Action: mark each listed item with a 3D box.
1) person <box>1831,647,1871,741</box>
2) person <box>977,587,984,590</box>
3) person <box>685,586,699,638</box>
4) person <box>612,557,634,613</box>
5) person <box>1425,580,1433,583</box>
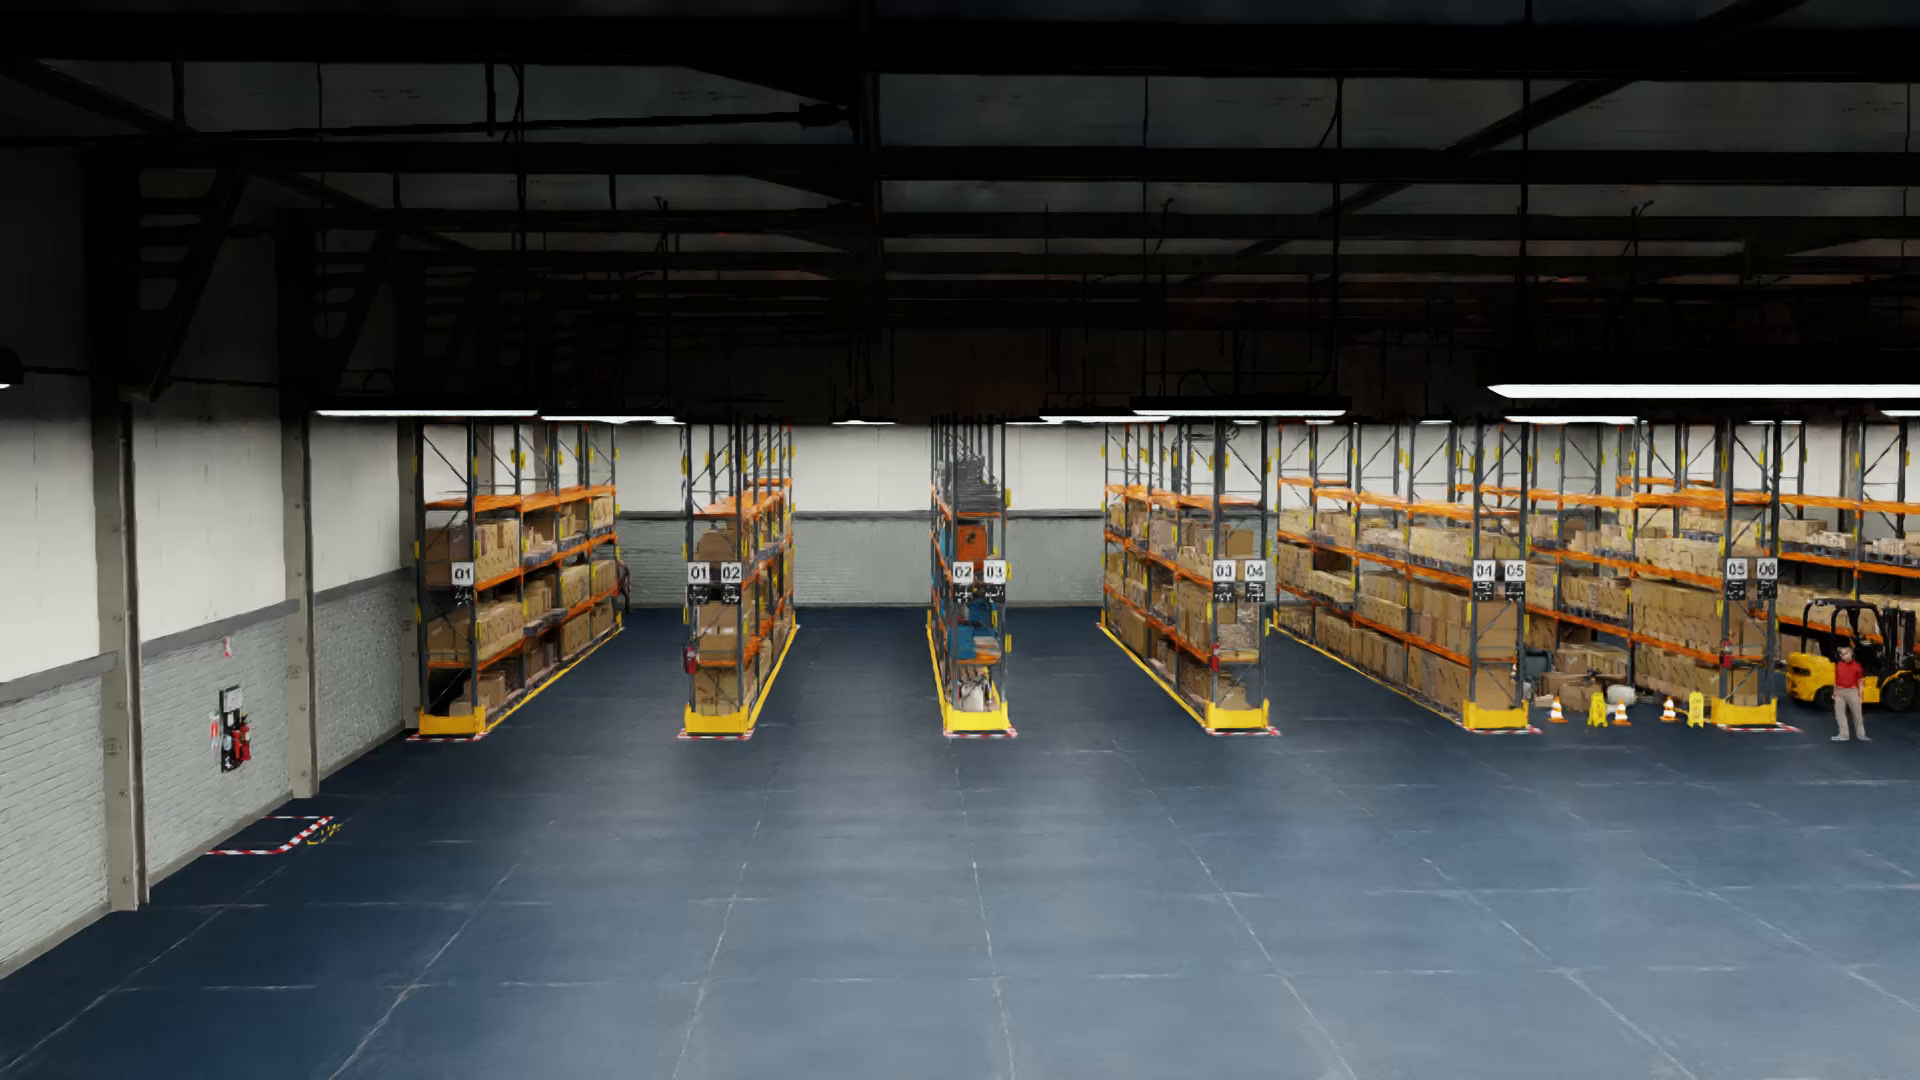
[{"bbox_3d":[16.256,2.806,30.345,0.554,1.720,0.653,-2,4,-29],"label":"person"},{"bbox_3d":[0.540,1.756,46.058,0.683,1.661,0.843,-1,4,-19],"label":"person"},{"bbox_3d":[-7.185,1.783,45.168,0.598,1.698,1.194,0,4,0],"label":"person"},{"bbox_3d":[-10.463,1.374,51.177,0.723,1.713,0.900,-1,4,-19],"label":"person"},{"bbox_3d":[12.086,1.904,43.078,0.578,1.746,0.654,2,4,25],"label":"person"}]
